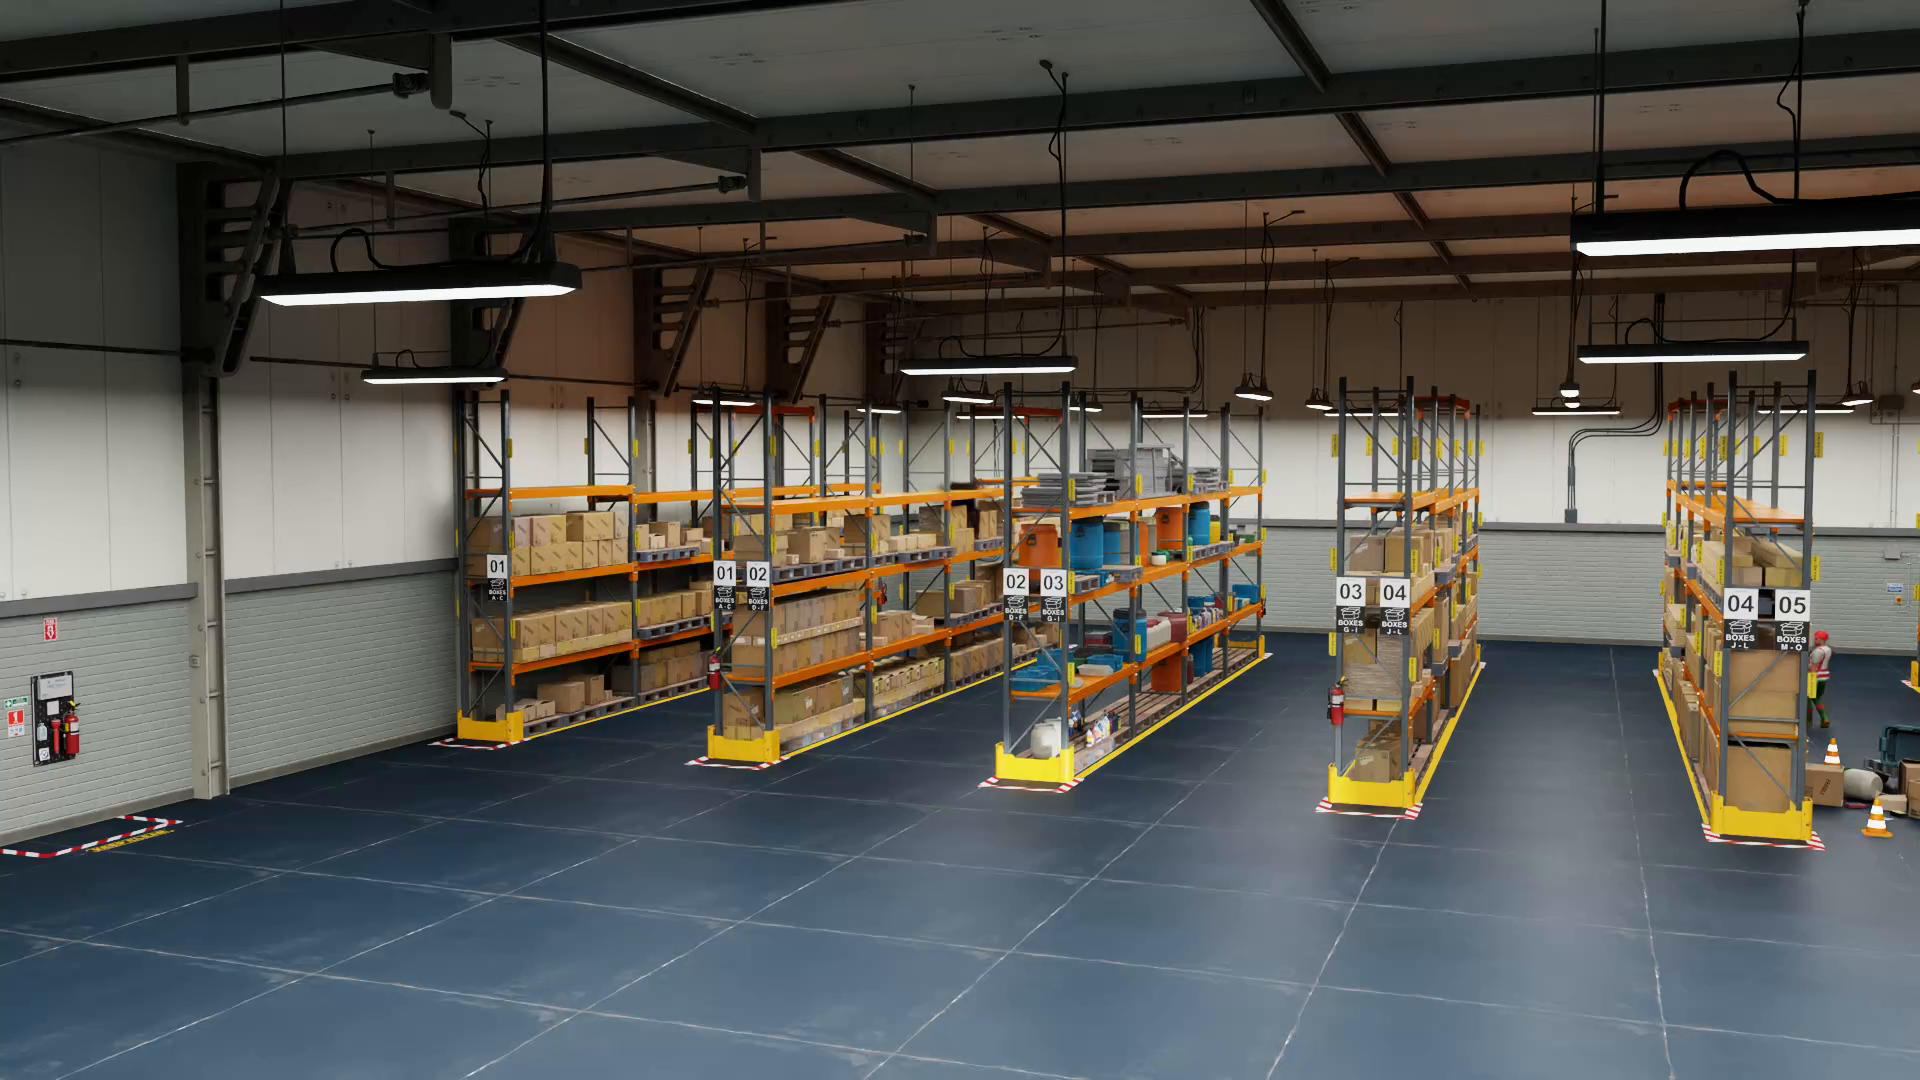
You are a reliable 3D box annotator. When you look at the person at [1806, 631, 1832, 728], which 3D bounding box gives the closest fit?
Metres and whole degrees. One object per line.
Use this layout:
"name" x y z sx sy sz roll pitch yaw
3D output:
"person" 15.268 2.508 29.771 0.610 1.789 0.573 -1 3 -21
